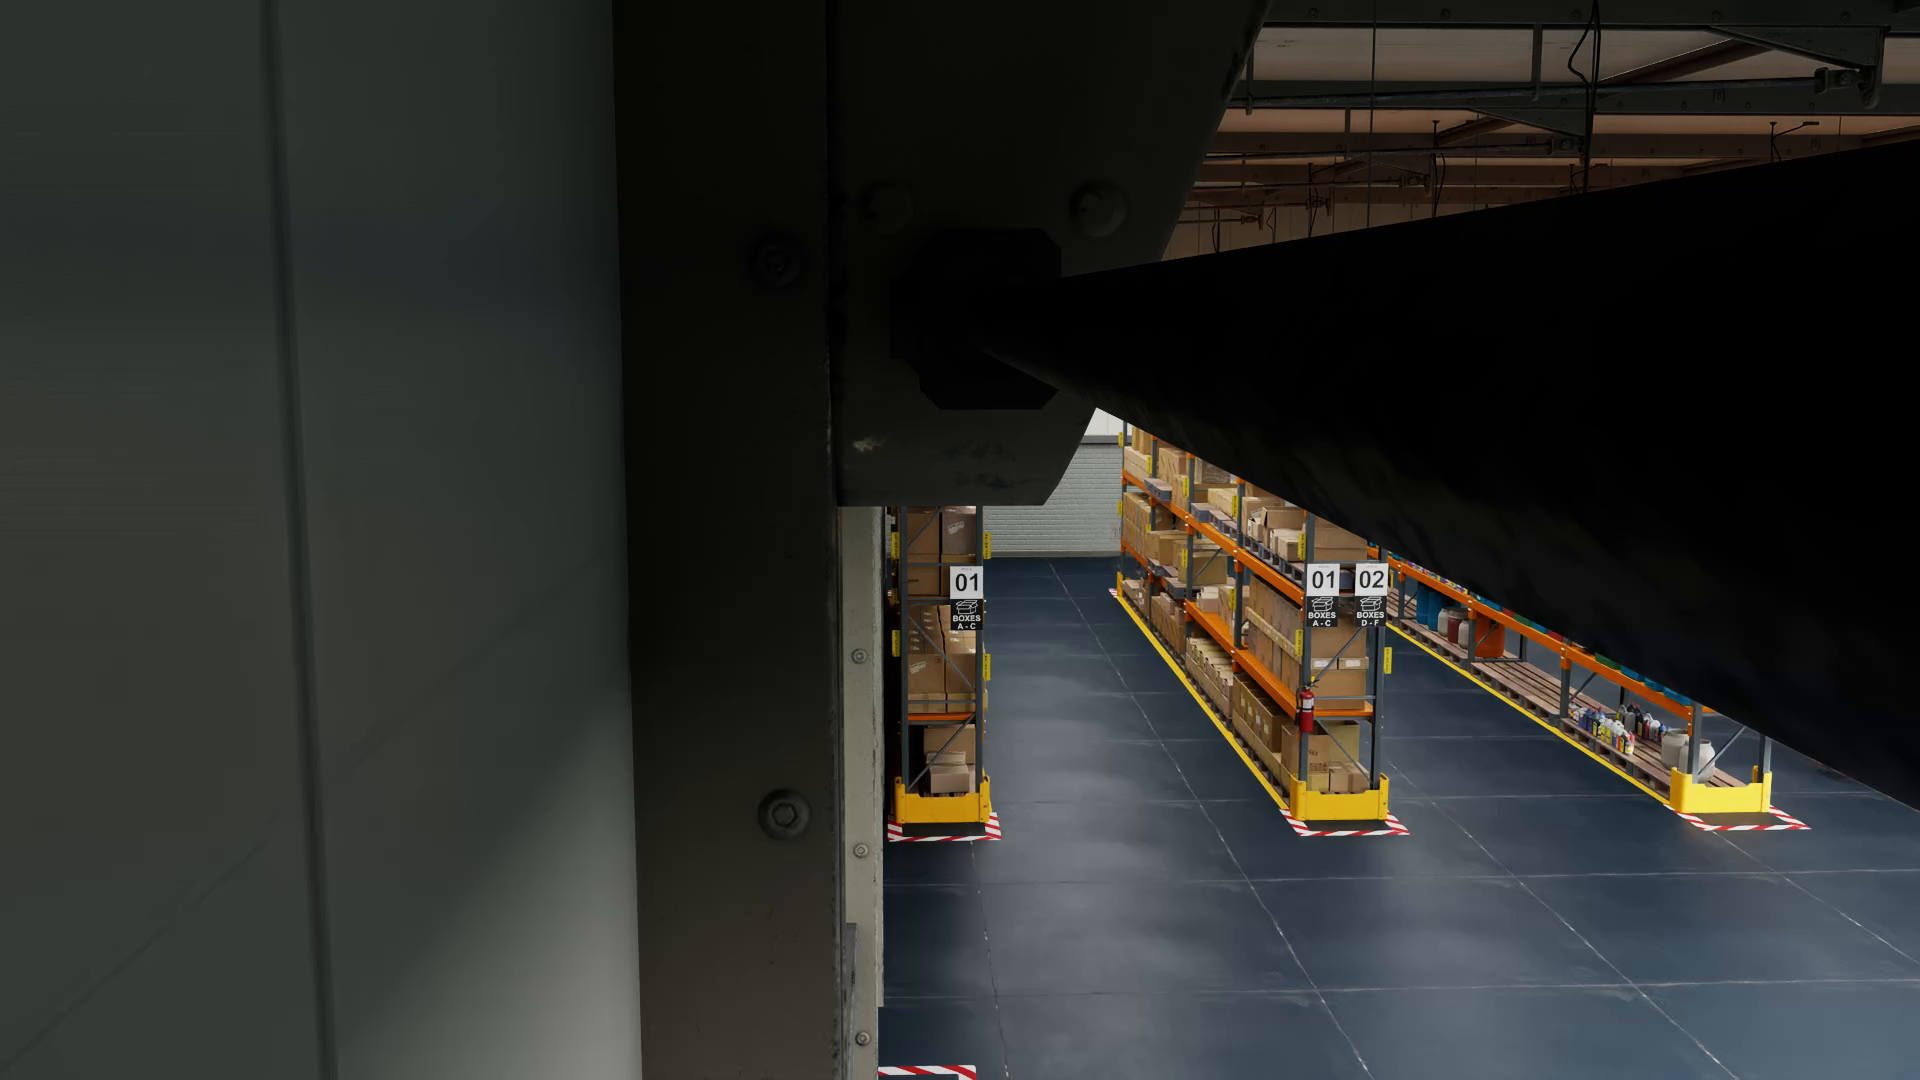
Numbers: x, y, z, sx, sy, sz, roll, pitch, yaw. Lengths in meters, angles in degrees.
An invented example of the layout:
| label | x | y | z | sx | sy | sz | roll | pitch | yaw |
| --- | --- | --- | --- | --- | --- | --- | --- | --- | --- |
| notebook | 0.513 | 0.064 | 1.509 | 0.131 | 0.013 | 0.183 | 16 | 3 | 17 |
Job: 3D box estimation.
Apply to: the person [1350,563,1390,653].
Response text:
| label | x | y | z | sx | sy | sz | roll | pitch | yaw |
| --- | --- | --- | --- | --- | --- | --- | --- | --- | --- |
| person | 7.523 | 1.223 | 30.598 | 0.698 | 1.693 | 0.788 | -1 | 8 | -5 |

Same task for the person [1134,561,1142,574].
| label | x | y | z | sx | sy | sz | roll | pitch | yaw |
| --- | --- | --- | --- | --- | --- | --- | --- | --- | --- |
| person | 4.428 | 0.125 | 38.799 | 0.612 | 1.666 | 0.934 | -6 | 10 | -37 |
